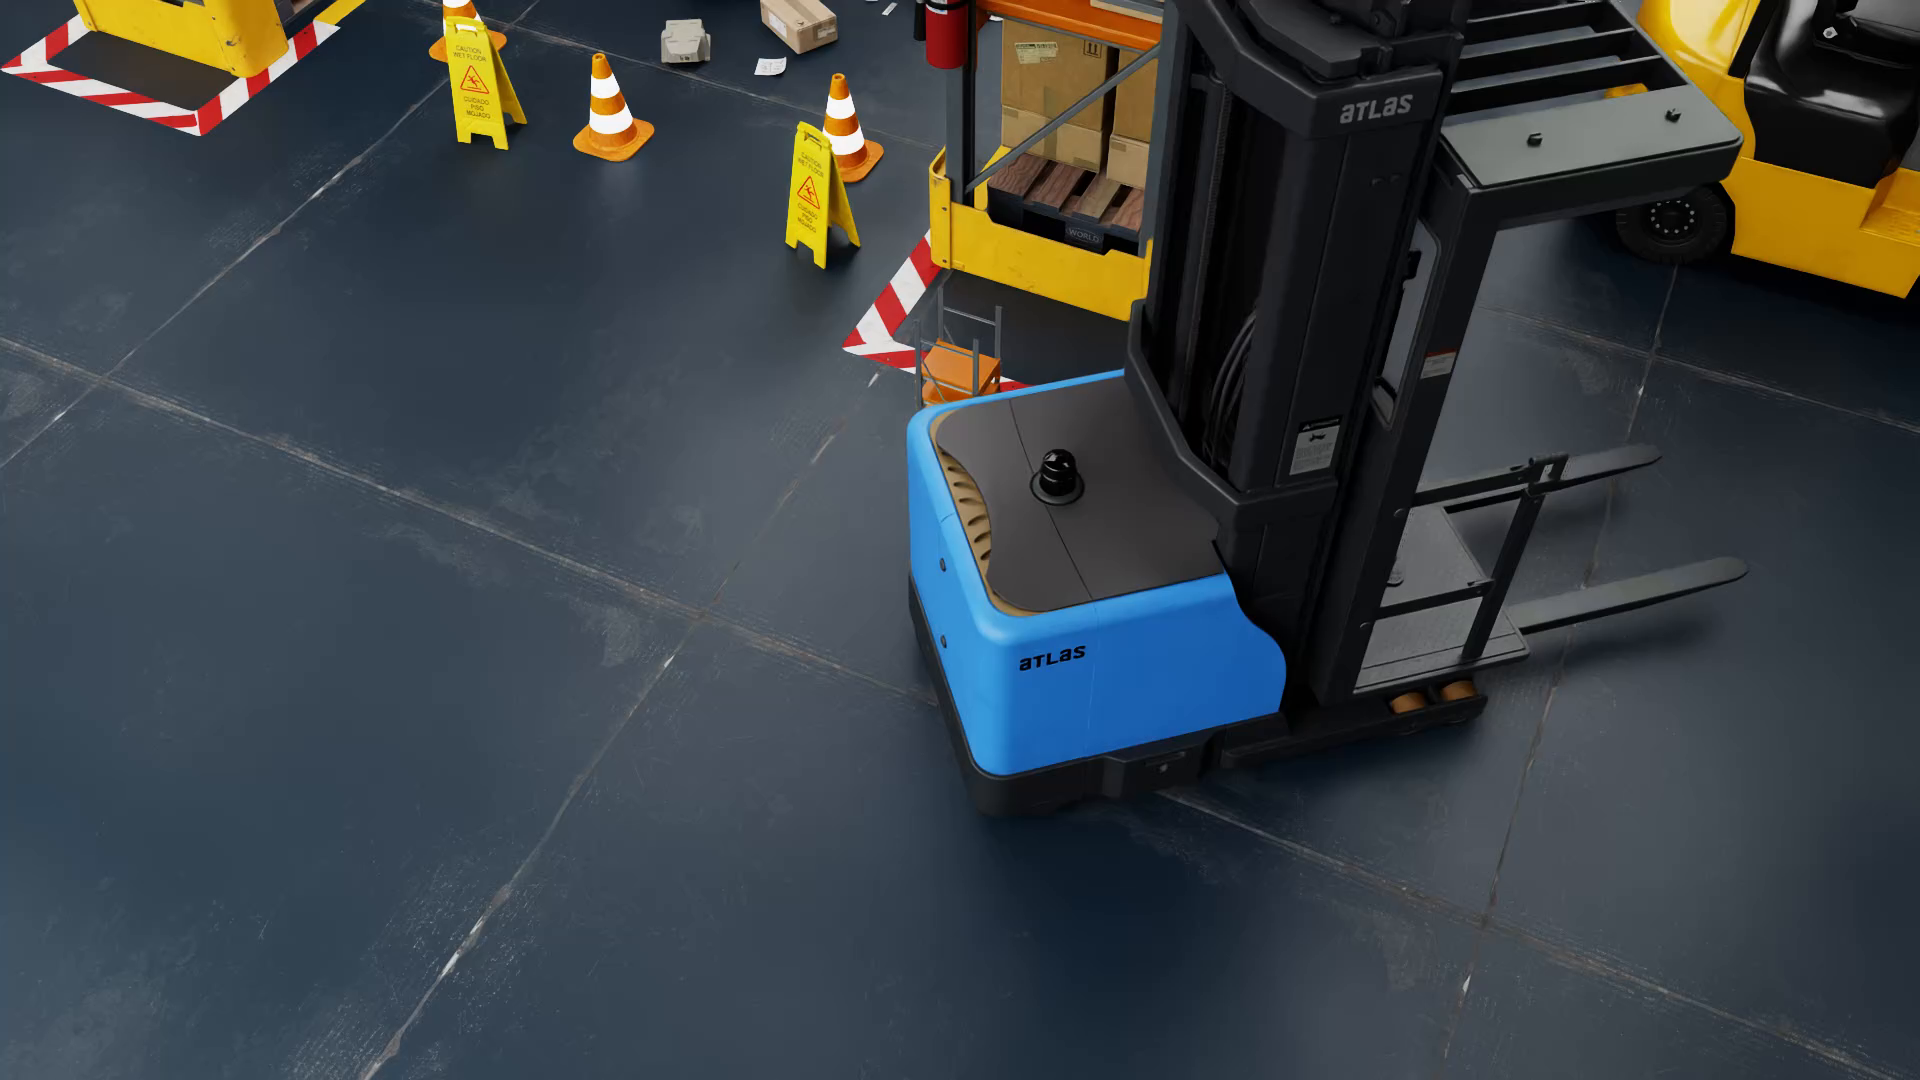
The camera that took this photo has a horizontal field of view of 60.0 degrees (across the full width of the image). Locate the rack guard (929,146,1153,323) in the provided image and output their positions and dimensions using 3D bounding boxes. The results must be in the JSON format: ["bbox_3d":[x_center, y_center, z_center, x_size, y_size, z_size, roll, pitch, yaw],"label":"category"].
[{"bbox_3d":[0.445,-1.371,7.404,1.175,0.500,0.348,20,52,16],"label":"rack guard"}]

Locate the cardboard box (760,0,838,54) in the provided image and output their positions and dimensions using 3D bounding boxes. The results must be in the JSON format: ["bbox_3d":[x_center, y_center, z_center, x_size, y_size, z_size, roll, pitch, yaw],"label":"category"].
[{"bbox_3d":[-0.854,-2.764,8.820,0.250,0.149,0.380,-28,55,-22],"label":"cardboard box"}]

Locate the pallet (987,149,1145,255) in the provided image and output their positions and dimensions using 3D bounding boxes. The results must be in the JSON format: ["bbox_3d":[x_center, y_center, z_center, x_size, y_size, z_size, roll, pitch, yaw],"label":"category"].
[{"bbox_3d":[0.824,-1.826,7.980,1.003,0.211,1.213,20,52,16],"label":"pallet"}]

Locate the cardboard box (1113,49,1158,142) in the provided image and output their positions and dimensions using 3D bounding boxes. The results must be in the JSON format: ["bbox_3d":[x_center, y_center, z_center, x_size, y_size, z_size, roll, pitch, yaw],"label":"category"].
[{"bbox_3d":[1.017,-2.099,7.419,0.500,0.500,0.500,18,52,15],"label":"cardboard box"}]

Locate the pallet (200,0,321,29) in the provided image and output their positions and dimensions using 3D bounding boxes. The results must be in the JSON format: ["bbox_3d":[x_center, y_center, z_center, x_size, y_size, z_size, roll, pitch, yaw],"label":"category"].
[{"bbox_3d":[-3.835,-3.342,9.271,1.003,0.211,1.213,20,52,16],"label":"pallet"}]

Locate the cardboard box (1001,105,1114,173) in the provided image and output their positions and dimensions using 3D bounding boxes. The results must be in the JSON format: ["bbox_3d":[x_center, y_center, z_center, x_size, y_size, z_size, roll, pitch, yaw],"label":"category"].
[{"bbox_3d":[0.525,-2.035,7.857,0.500,0.250,0.500,20,52,16],"label":"cardboard box"}]

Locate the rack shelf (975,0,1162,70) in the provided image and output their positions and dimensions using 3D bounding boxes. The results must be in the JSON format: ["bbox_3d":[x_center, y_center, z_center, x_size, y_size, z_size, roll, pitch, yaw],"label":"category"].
[{"bbox_3d":[1.267,-3.273,7.853,1.077,0.370,4.000,20,52,16],"label":"rack shelf"}]

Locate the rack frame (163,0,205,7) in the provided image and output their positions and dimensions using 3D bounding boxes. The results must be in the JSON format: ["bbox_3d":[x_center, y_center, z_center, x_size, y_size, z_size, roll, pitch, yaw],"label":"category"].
[{"bbox_3d":[-4.106,-3.670,7.718,1.000,3.000,0.127,20,52,16],"label":"rack frame"}]

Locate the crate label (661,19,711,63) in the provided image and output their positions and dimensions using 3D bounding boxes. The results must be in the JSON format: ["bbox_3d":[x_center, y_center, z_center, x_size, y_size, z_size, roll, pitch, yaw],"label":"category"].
[{"bbox_3d":[-1.439,-2.606,8.692,0.250,0.136,0.298,-4,50,-3],"label":"crate label"}]

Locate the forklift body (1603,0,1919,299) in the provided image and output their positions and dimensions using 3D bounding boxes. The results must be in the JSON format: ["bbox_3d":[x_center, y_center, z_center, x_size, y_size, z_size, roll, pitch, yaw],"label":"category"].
[{"bbox_3d":[4.063,-2.141,6.974,2.313,2.155,1.214,20,52,16],"label":"forklift body"}]

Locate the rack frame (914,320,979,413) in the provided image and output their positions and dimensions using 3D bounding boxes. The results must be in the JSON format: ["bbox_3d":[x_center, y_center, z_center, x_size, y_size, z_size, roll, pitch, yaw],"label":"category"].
[{"bbox_3d":[-0.045,-0.316,6.046,0.240,1.200,0.006,20,52,16],"label":"rack frame"}]

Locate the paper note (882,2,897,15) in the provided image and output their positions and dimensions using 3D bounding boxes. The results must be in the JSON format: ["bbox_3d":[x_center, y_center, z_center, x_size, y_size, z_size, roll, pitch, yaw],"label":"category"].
[{"bbox_3d":[-0.380,-2.877,9.007,0.032,0.001,0.123,20,52,16],"label":"paper note"}]

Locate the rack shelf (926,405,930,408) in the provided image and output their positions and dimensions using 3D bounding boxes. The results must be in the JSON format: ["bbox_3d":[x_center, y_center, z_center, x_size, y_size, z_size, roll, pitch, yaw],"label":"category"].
[{"bbox_3d":[-0.006,-0.428,6.042,0.258,0.103,0.180,20,52,16],"label":"rack shelf"}]

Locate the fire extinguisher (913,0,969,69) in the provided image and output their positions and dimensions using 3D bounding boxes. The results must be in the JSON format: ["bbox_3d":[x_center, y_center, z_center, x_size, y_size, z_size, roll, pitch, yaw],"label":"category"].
[{"bbox_3d":[-0.053,-2.175,6.497,0.296,0.674,0.183,20,52,16],"label":"fire extinguisher"}]

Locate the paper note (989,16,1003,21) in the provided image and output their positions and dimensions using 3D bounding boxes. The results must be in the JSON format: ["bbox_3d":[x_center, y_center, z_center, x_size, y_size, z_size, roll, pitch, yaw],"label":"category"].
[{"bbox_3d":[0.203,-2.852,8.971,0.142,0.019,0.148,4,50,3],"label":"paper note"}]

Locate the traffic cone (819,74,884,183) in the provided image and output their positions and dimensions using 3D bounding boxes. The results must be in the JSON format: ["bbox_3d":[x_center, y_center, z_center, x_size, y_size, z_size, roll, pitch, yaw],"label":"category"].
[{"bbox_3d":[-0.570,-2.023,7.982,0.336,0.463,0.334,20,52,16],"label":"traffic cone"}]

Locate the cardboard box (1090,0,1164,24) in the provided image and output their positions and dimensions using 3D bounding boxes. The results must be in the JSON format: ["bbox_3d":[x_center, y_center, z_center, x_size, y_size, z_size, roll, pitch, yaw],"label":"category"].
[{"bbox_3d":[0.745,-2.214,6.644,0.380,0.149,0.250,20,52,16],"label":"cardboard box"}]

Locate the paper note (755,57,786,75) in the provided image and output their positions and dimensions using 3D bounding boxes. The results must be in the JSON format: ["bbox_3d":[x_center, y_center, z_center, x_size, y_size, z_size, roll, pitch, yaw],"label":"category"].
[{"bbox_3d":[-0.983,-2.465,8.643,0.148,0.019,0.142,4,50,3],"label":"paper note"}]

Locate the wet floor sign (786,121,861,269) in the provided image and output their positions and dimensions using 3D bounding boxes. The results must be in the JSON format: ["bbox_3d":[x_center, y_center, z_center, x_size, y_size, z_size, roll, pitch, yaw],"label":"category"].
[{"bbox_3d":[-0.636,-1.583,7.489,0.232,0.644,0.267,-37,59,-27],"label":"wet floor sign"}]

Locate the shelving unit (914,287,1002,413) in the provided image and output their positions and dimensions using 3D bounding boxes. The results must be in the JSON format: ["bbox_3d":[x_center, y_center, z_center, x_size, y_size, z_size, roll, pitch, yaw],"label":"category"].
[{"bbox_3d":[-0.006,-0.379,6.100,0.258,1.200,0.189,20,52,16],"label":"shelving unit"}]

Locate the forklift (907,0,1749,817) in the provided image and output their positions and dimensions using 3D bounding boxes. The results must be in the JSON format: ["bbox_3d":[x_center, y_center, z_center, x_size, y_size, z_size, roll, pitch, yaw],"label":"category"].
[{"bbox_3d":[1.385,-0.630,5.176,3.031,2.935,1.130,-12,51,-10],"label":"forklift"}]

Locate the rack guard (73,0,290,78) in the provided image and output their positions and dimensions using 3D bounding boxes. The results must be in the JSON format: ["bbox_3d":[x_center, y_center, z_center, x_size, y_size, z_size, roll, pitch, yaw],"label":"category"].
[{"bbox_3d":[-4.116,-2.843,8.656,1.175,0.500,0.348,20,52,16],"label":"rack guard"}]

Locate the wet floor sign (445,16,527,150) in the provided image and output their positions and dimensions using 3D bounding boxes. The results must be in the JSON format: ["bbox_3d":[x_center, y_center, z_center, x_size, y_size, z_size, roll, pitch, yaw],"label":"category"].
[{"bbox_3d":[-2.328,-2.243,8.050,0.267,0.644,0.232,12,51,10],"label":"wet floor sign"}]

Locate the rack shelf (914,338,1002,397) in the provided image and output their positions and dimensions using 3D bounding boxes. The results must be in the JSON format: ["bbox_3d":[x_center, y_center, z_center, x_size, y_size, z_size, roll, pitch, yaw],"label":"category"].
[{"bbox_3d":[-0.006,-0.583,5.859,0.258,0.103,0.180,20,52,16],"label":"rack shelf"}]

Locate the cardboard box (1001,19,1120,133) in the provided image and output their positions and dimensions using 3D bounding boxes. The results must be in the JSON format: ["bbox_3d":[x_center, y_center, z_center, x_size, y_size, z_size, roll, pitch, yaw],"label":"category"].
[{"bbox_3d":[0.519,-2.253,7.550,0.500,0.500,0.500,20,53,16],"label":"cardboard box"}]

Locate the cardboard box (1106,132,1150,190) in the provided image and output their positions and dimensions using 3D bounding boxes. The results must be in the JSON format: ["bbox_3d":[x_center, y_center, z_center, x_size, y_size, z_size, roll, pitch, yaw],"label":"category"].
[{"bbox_3d":[1.007,-1.839,7.690,0.500,0.250,0.500,19,52,16],"label":"cardboard box"}]

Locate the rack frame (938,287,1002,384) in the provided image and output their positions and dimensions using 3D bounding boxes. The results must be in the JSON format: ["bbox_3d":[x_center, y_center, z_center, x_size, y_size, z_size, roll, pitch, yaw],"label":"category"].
[{"bbox_3d":[0.033,-0.442,6.153,0.240,1.200,0.006,20,52,16],"label":"rack frame"}]

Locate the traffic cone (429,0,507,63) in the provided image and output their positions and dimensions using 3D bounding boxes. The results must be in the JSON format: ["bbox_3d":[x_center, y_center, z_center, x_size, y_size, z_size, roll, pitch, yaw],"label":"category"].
[{"bbox_3d":[-2.595,-2.751,8.603,0.336,0.463,0.334,20,52,16],"label":"traffic cone"}]

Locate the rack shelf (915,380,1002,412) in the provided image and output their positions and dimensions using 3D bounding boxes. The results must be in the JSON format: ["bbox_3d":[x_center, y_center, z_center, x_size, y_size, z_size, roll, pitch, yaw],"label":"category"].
[{"bbox_3d":[-0.006,-0.506,5.951,0.258,0.103,0.180,20,52,16],"label":"rack shelf"}]

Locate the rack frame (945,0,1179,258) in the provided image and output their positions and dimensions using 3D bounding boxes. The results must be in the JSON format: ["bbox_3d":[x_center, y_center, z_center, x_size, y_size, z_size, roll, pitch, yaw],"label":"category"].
[{"bbox_3d":[0.413,-2.129,6.407,1.000,3.000,0.127,20,52,16],"label":"rack frame"}]

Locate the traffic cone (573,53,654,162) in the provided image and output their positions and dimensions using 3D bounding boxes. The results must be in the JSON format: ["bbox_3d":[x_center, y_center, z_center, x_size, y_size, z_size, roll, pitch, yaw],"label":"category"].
[{"bbox_3d":[-1.719,-2.150,8.090,0.336,0.463,0.334,20,52,16],"label":"traffic cone"}]
